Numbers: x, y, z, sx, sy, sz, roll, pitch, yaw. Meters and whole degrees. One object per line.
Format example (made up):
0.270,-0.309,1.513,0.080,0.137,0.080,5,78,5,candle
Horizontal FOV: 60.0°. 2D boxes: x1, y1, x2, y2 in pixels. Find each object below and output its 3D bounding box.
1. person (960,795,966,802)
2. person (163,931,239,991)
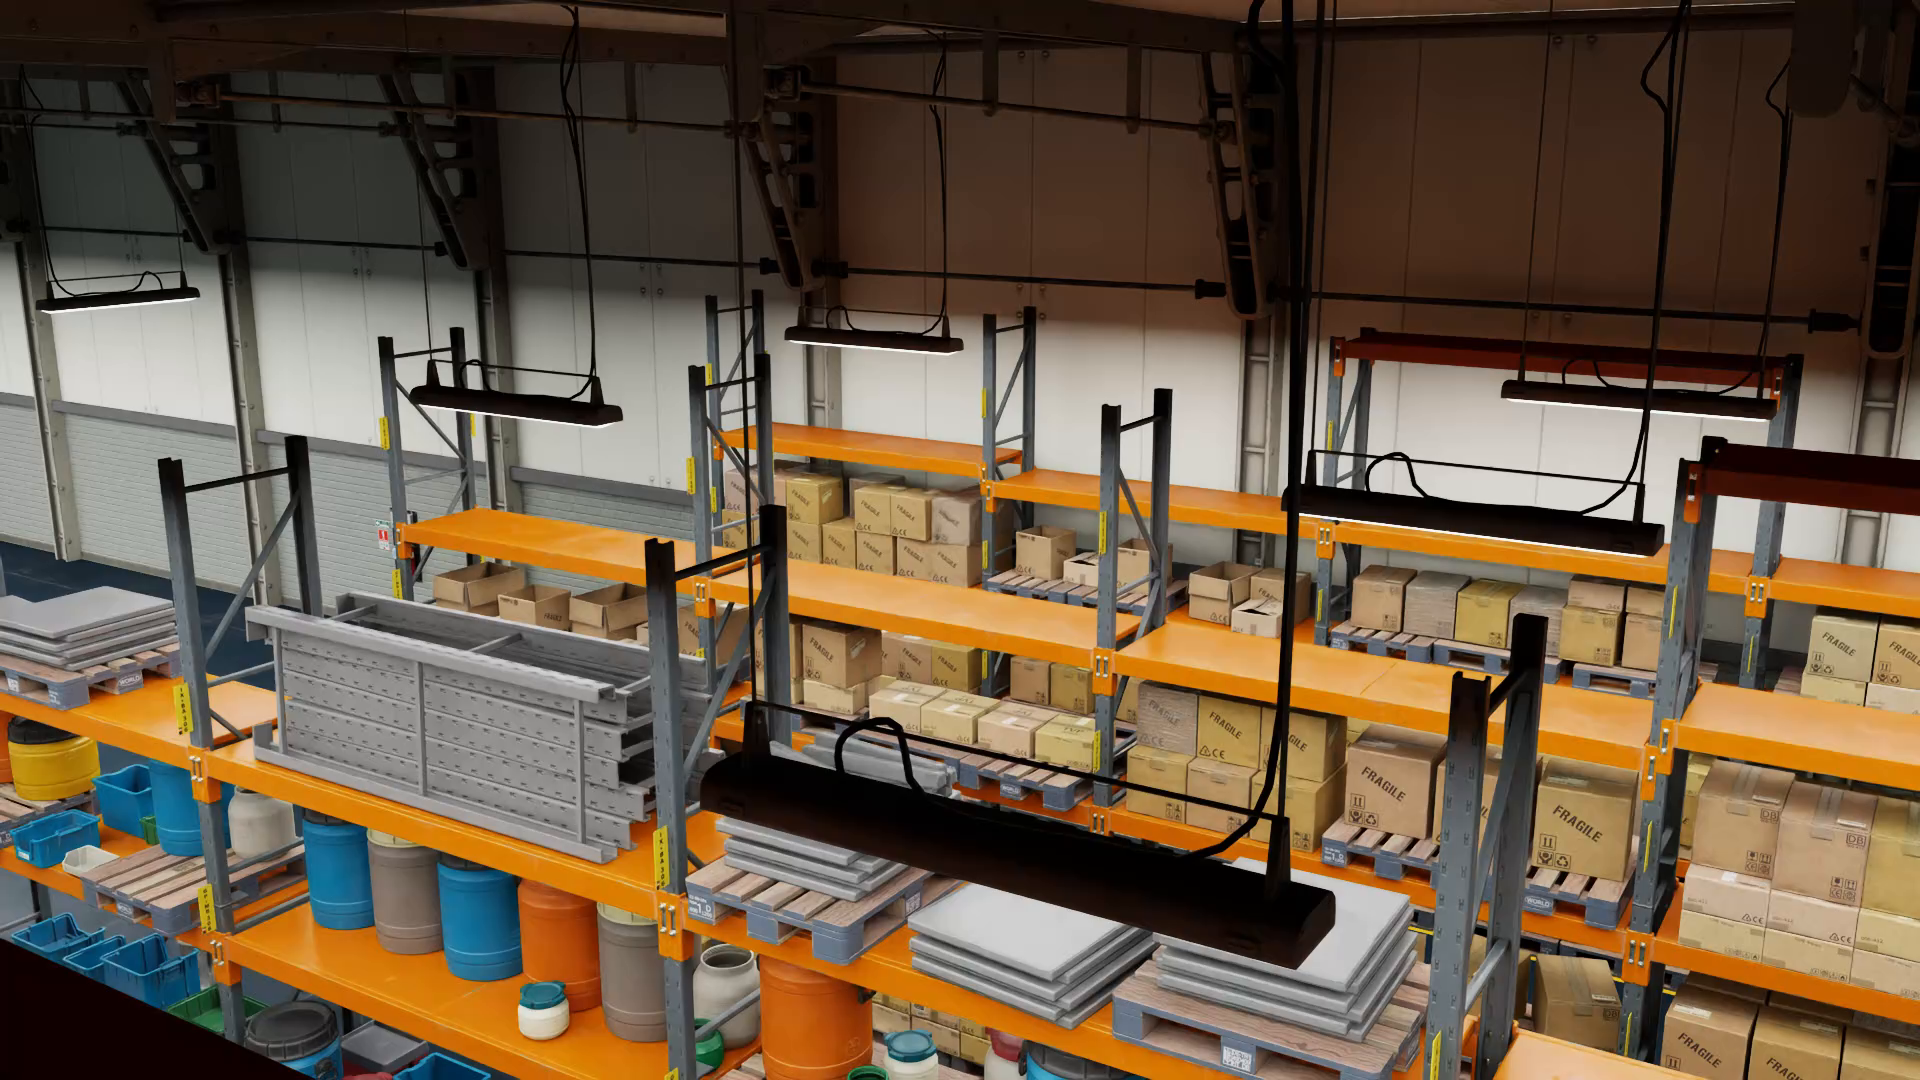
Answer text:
-0.182,2.825,18.152,1.069,1.724,0.549,4,14,16,person
-6.897,3.597,15.061,0.622,1.798,0.626,10,17,36,person
